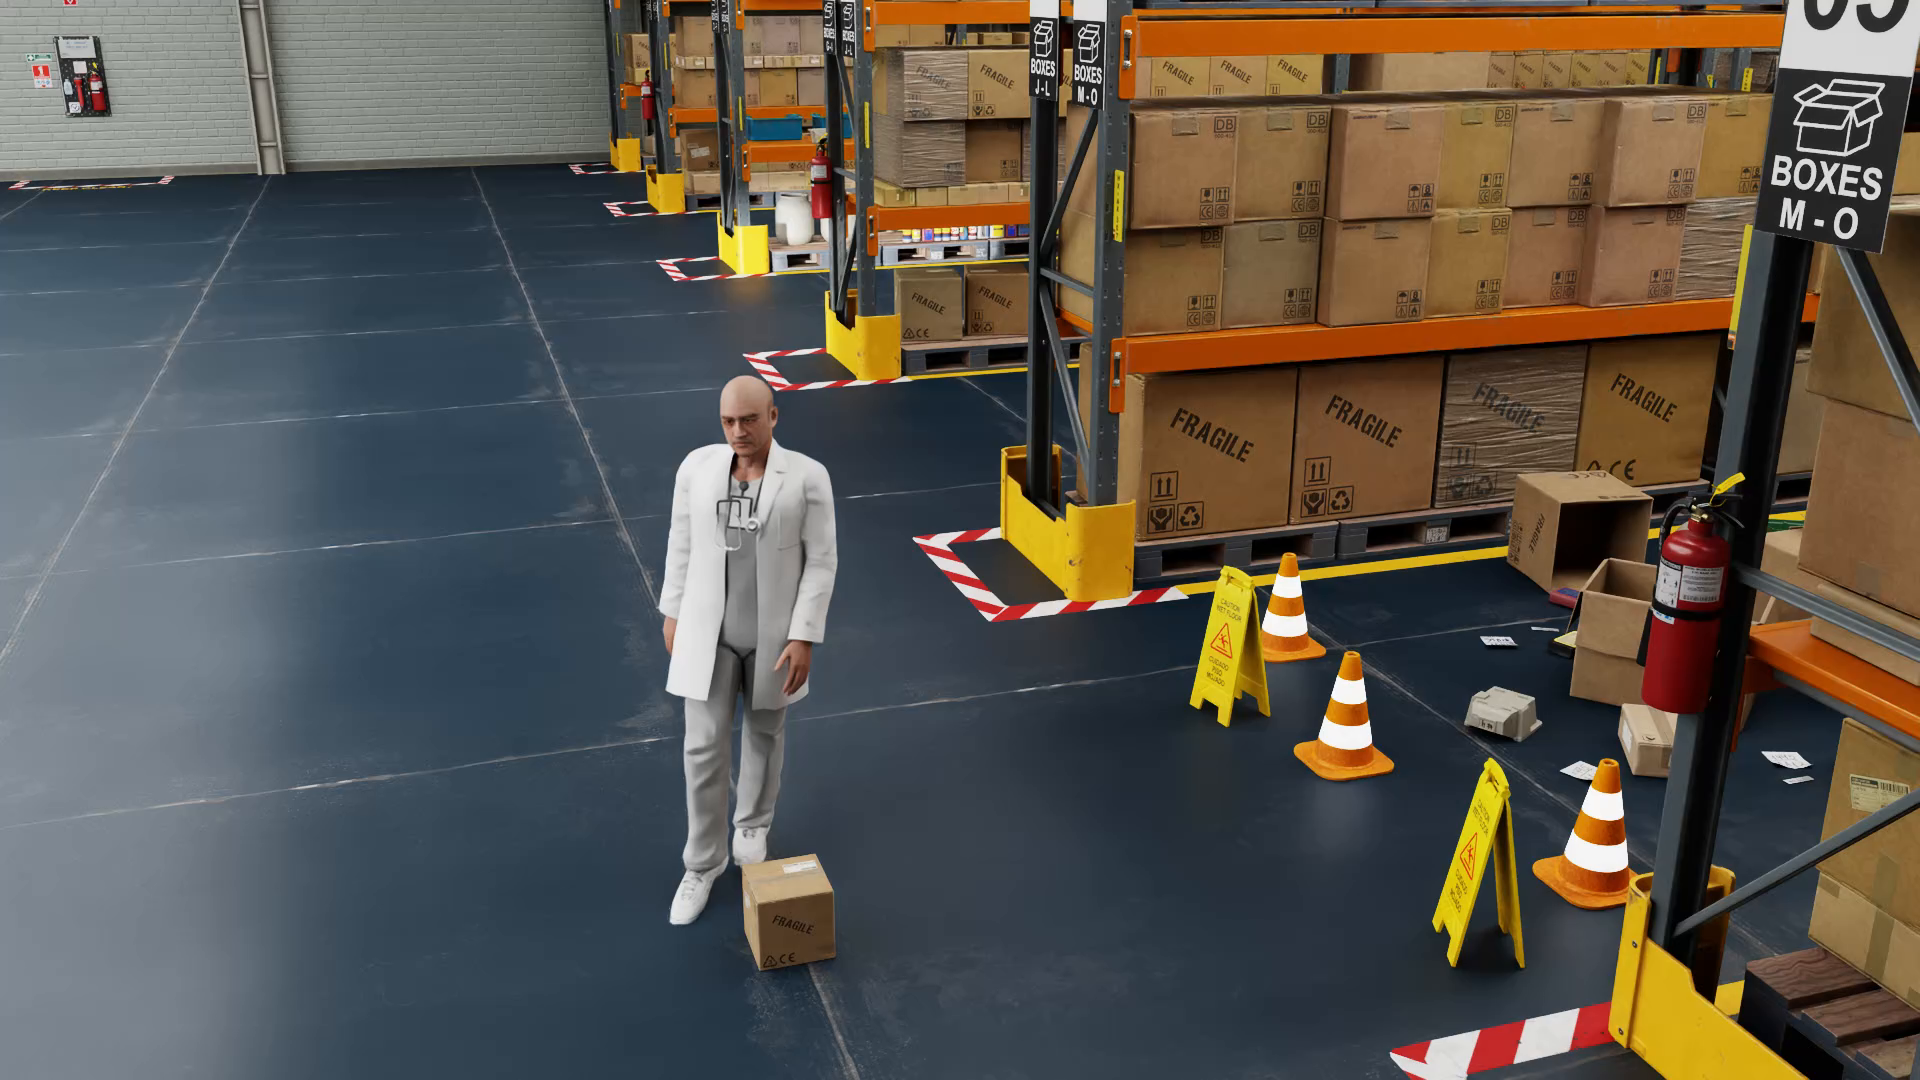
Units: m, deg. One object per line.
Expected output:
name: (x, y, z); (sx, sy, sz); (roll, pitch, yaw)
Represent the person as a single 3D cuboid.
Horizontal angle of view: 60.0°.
person: (-0.719, 0.351, 5.599); (0.626, 1.829, 0.675); (0, 19, -1)
